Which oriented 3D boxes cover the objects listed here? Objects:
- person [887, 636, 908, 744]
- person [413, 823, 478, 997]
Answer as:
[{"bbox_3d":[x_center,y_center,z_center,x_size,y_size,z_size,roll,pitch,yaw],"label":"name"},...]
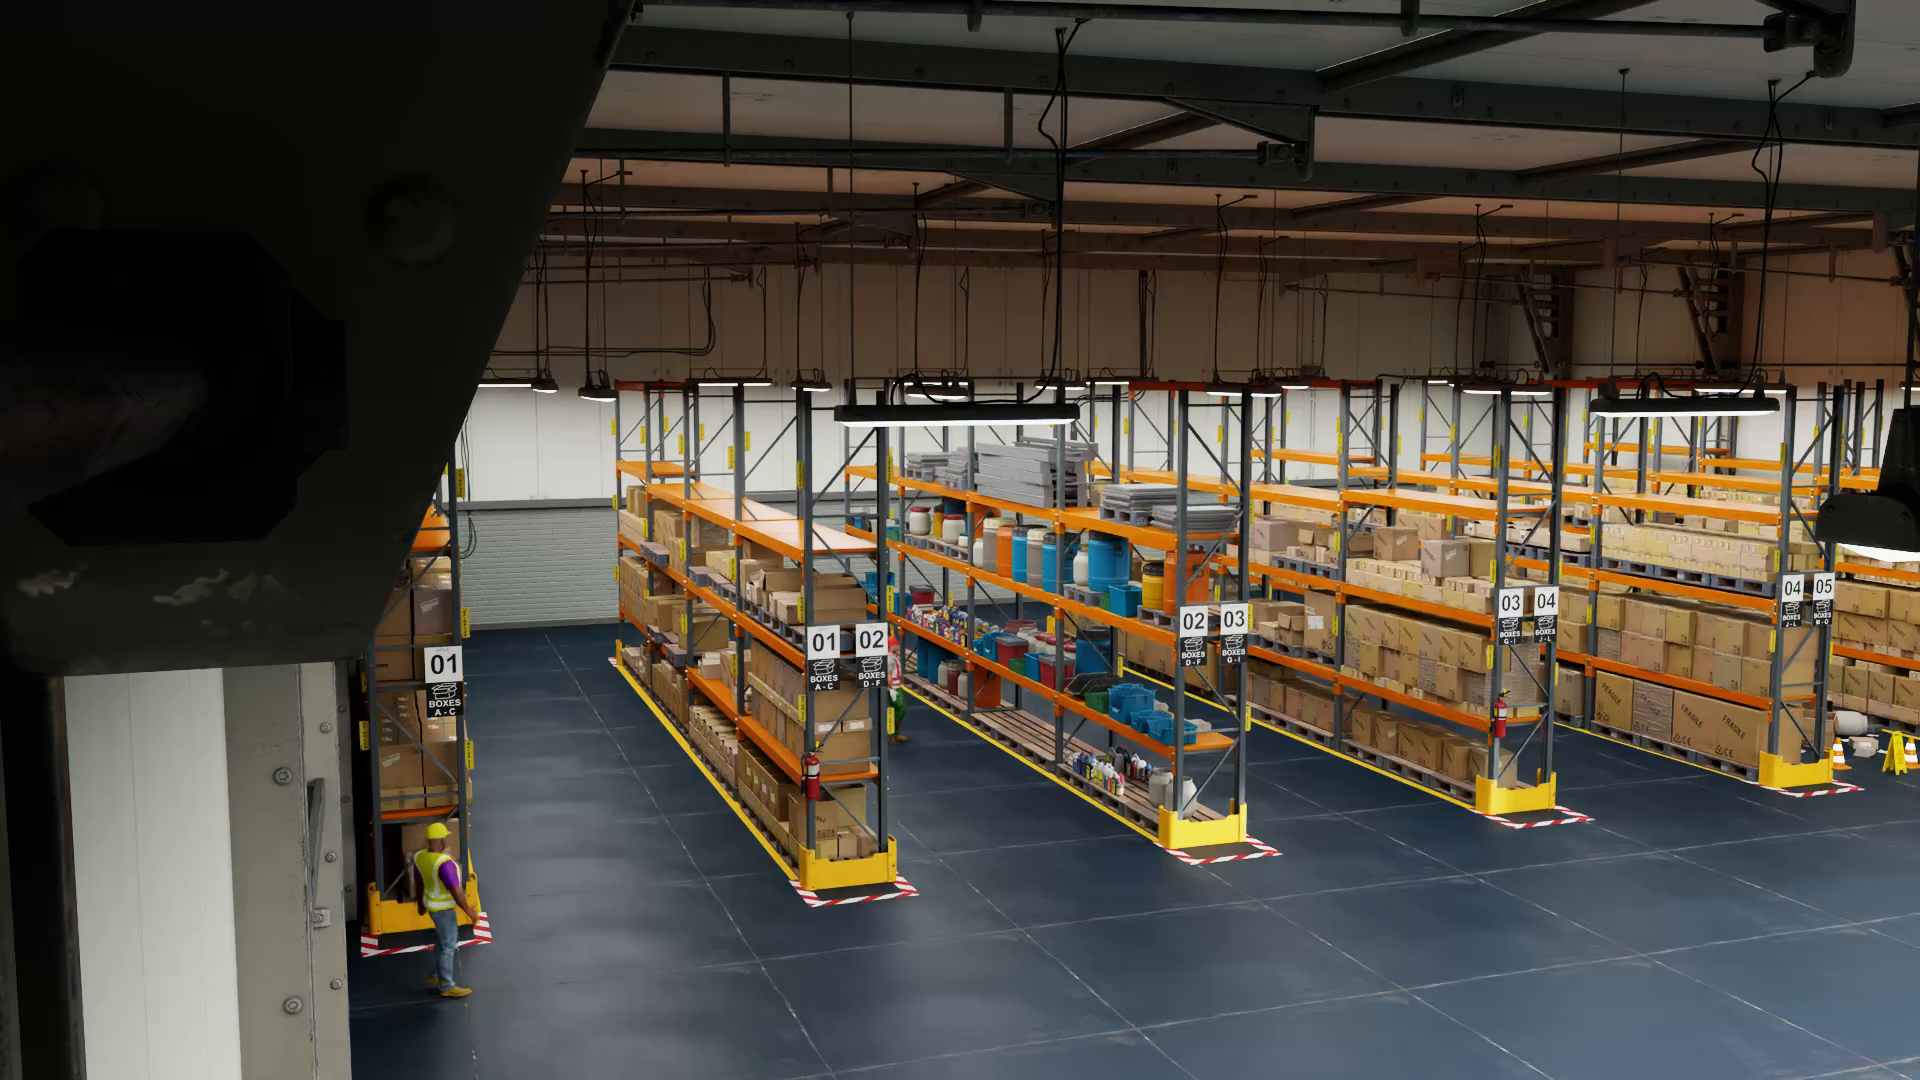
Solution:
[{"bbox_3d":[-1.091,2.514,27.965,0.429,1.821,0.572,0,6,-4],"label":"person"},{"bbox_3d":[-5.174,3.700,16.717,0.553,1.789,0.662,-3,7,-29],"label":"person"}]
